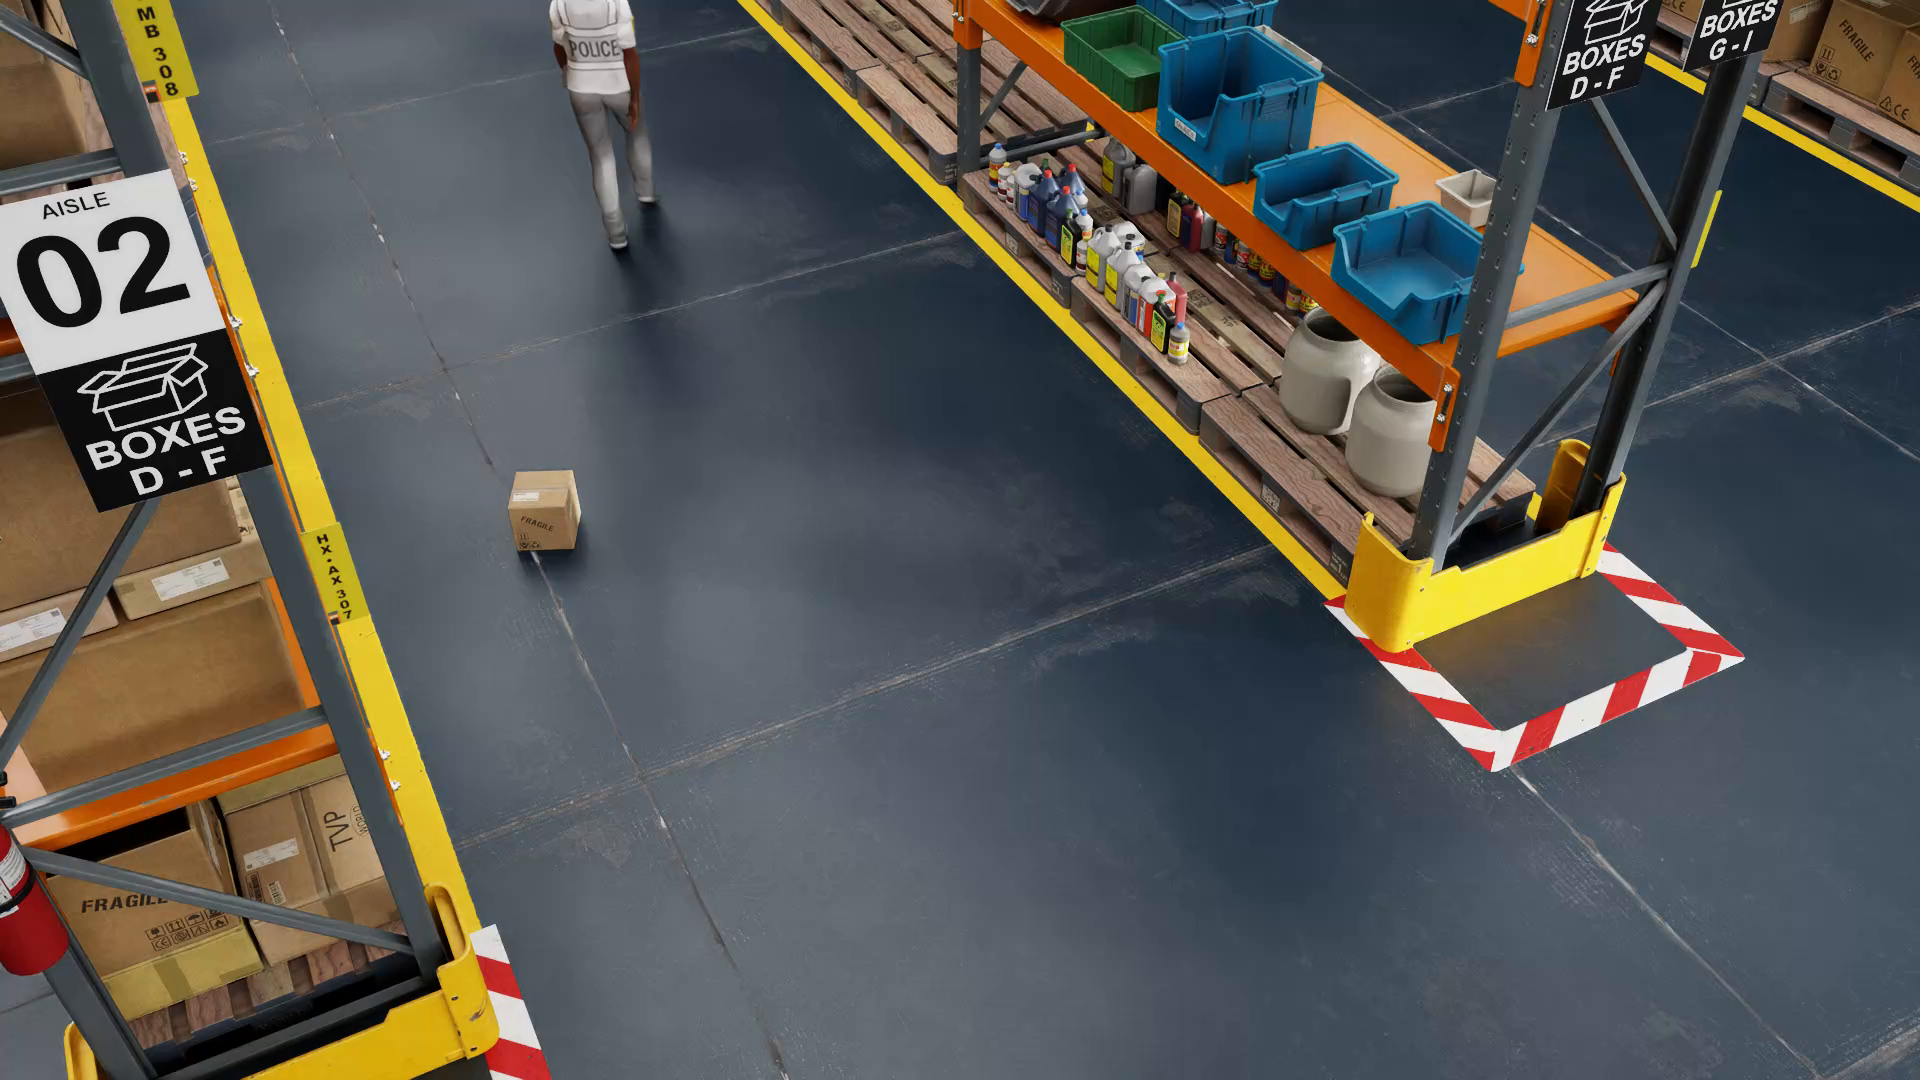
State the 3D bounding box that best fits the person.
[{"bbox_3d":[-1.908,-2.422,8.890,0.445,1.733,0.722,-5,42,-5],"label":"person"}]
